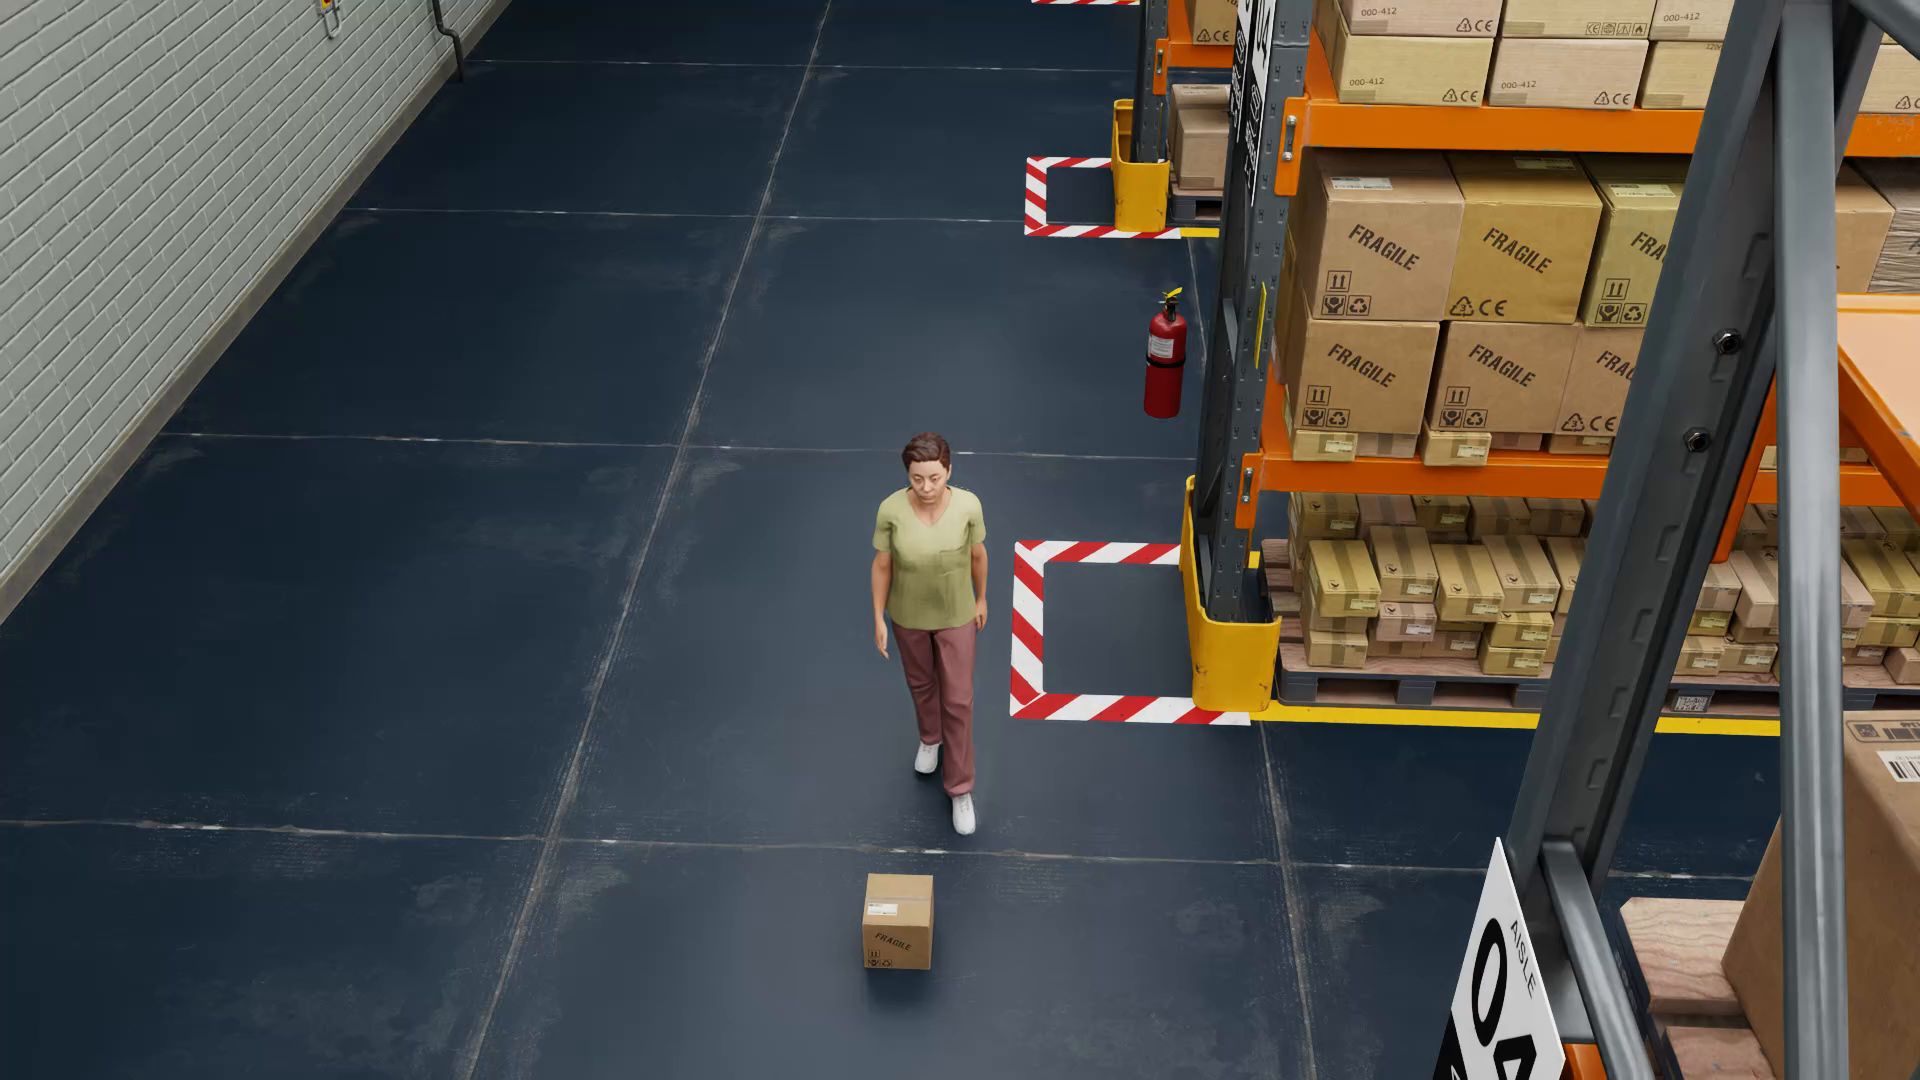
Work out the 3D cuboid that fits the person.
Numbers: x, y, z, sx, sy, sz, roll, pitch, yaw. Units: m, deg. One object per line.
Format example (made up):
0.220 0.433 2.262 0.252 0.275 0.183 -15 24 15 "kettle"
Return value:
-0.127 0.459 6.690 0.454 1.426 0.630 2 36 3 "person"
